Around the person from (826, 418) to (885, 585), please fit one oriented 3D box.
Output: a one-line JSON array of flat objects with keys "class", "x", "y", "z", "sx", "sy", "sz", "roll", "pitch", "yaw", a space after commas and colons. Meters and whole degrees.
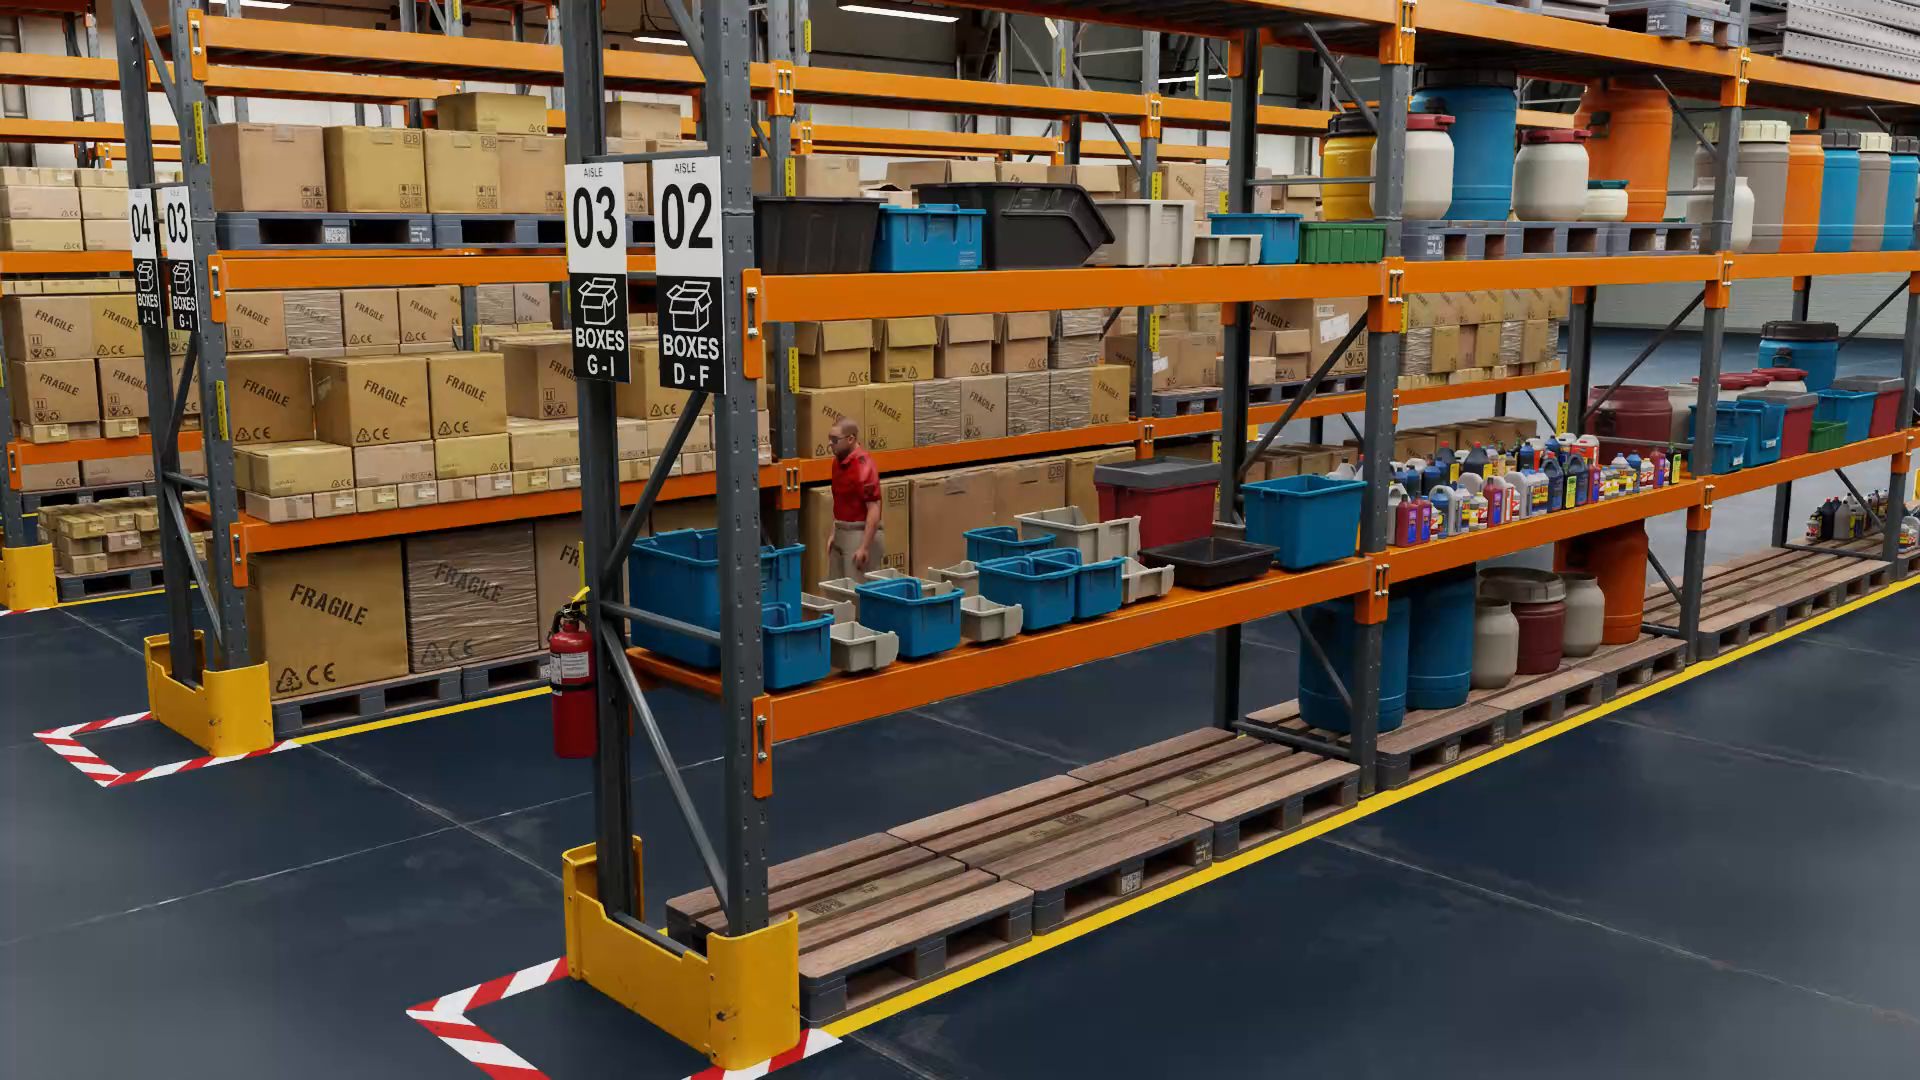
[{"class": "person", "x": -0.730, "y": 0.025, "z": 11.316, "sx": 0.392, "sy": 1.727, "sz": 0.585, "roll": -5, "pitch": 12, "yaw": -27}]
